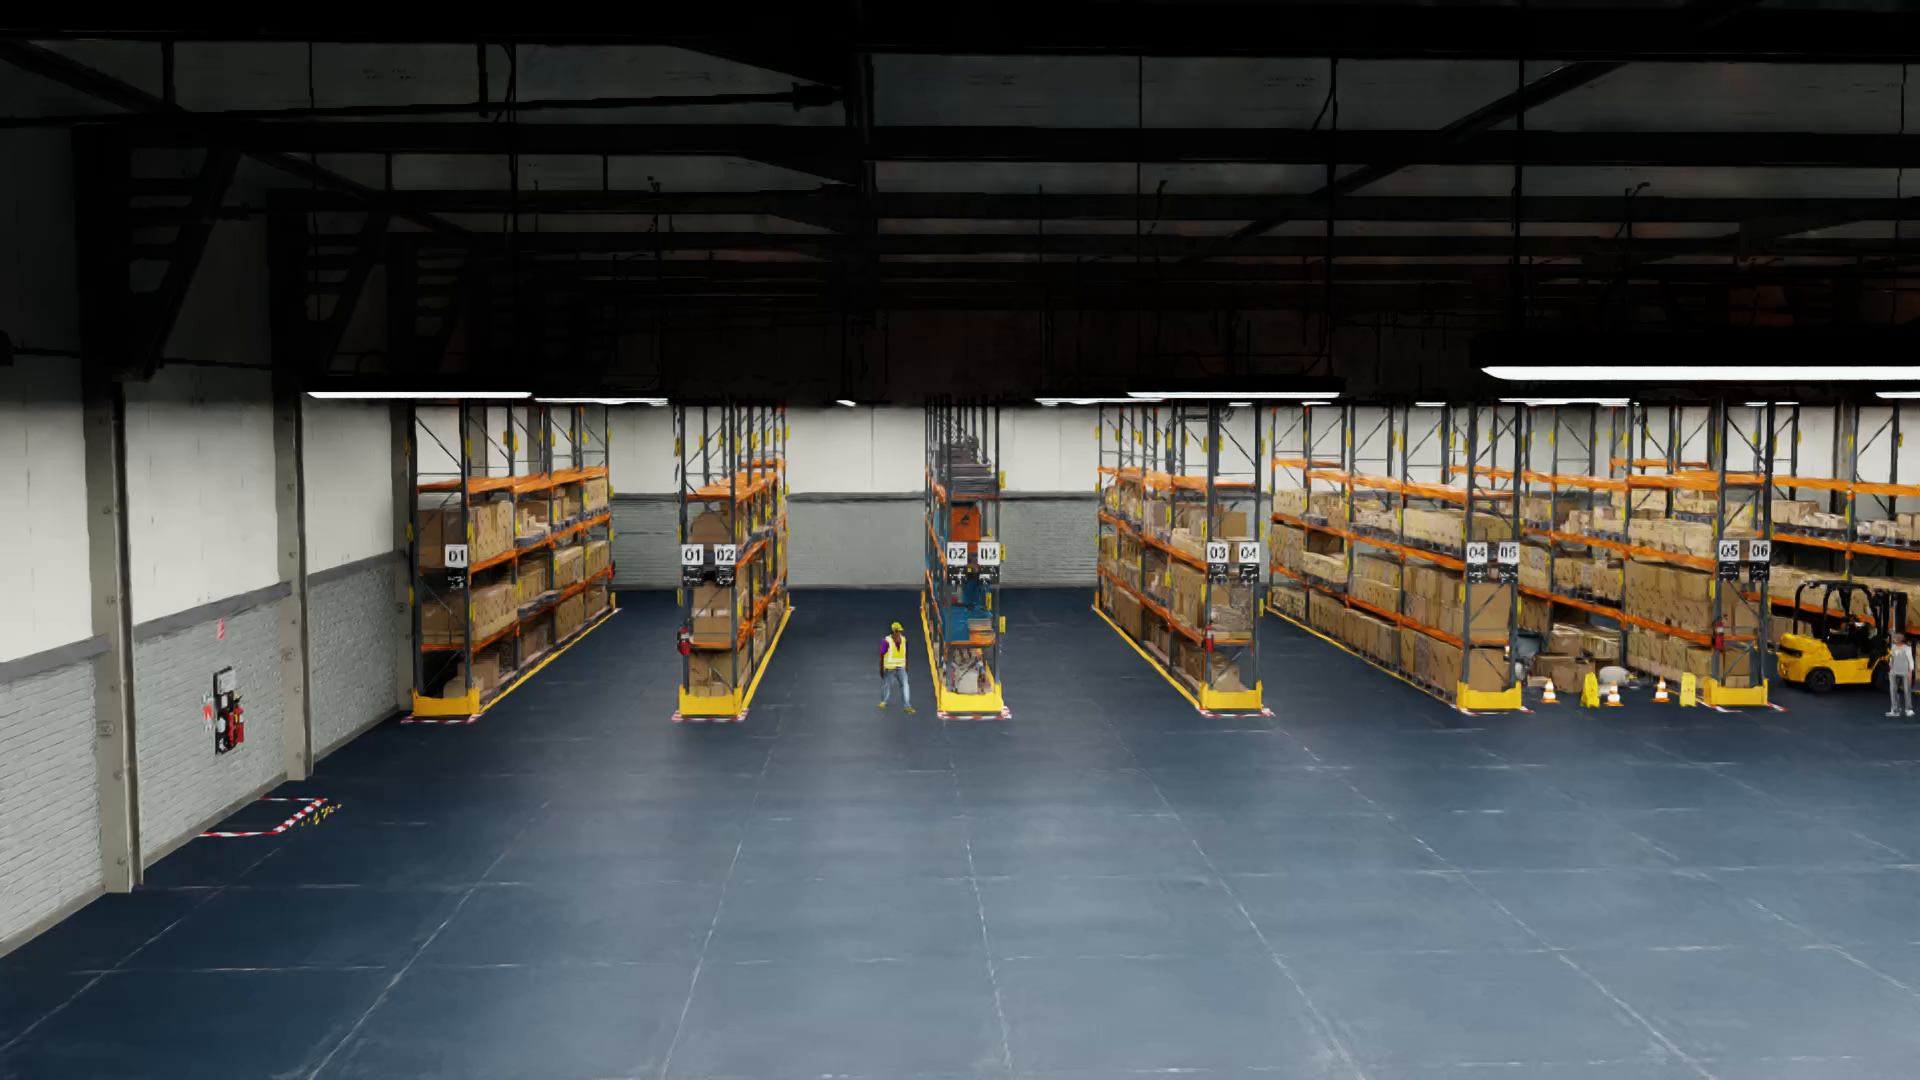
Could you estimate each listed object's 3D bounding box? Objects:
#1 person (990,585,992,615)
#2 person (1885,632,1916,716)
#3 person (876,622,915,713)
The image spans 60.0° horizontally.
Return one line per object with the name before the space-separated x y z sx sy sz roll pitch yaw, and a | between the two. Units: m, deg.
person | 0.663 1.307 46.096 0.419 1.512 1.027 0 5 -5
person | 17.546 2.498 30.964 0.518 1.579 0.469 -3 6 -36
person | -1.230 2.393 31.430 0.620 1.723 0.965 -2 5 -23
